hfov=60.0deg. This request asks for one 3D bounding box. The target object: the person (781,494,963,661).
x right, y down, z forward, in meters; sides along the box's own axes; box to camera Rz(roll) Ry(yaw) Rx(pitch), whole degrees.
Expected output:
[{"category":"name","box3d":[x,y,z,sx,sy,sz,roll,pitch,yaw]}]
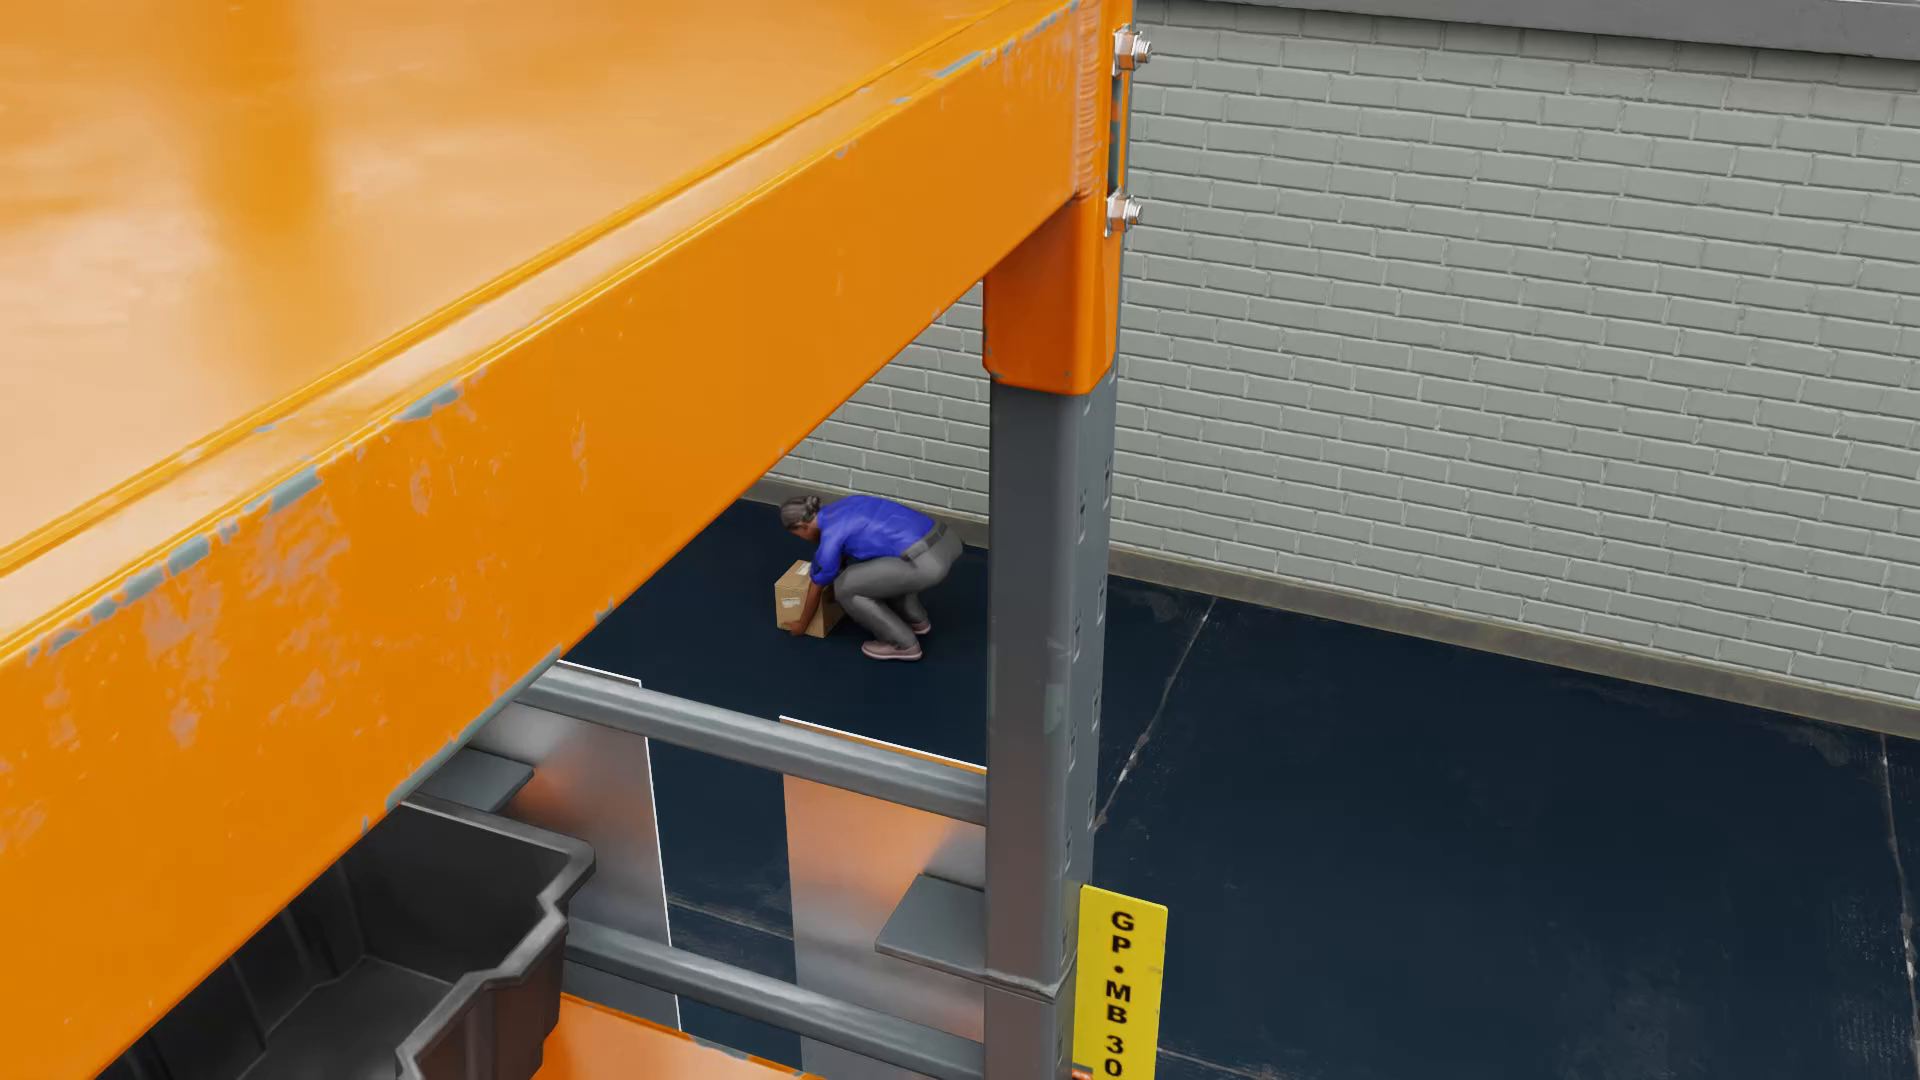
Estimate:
[{"category":"person","box3d":[-0.424,0.153,7.817,0.864,0.743,0.451,11,31,18]}]
